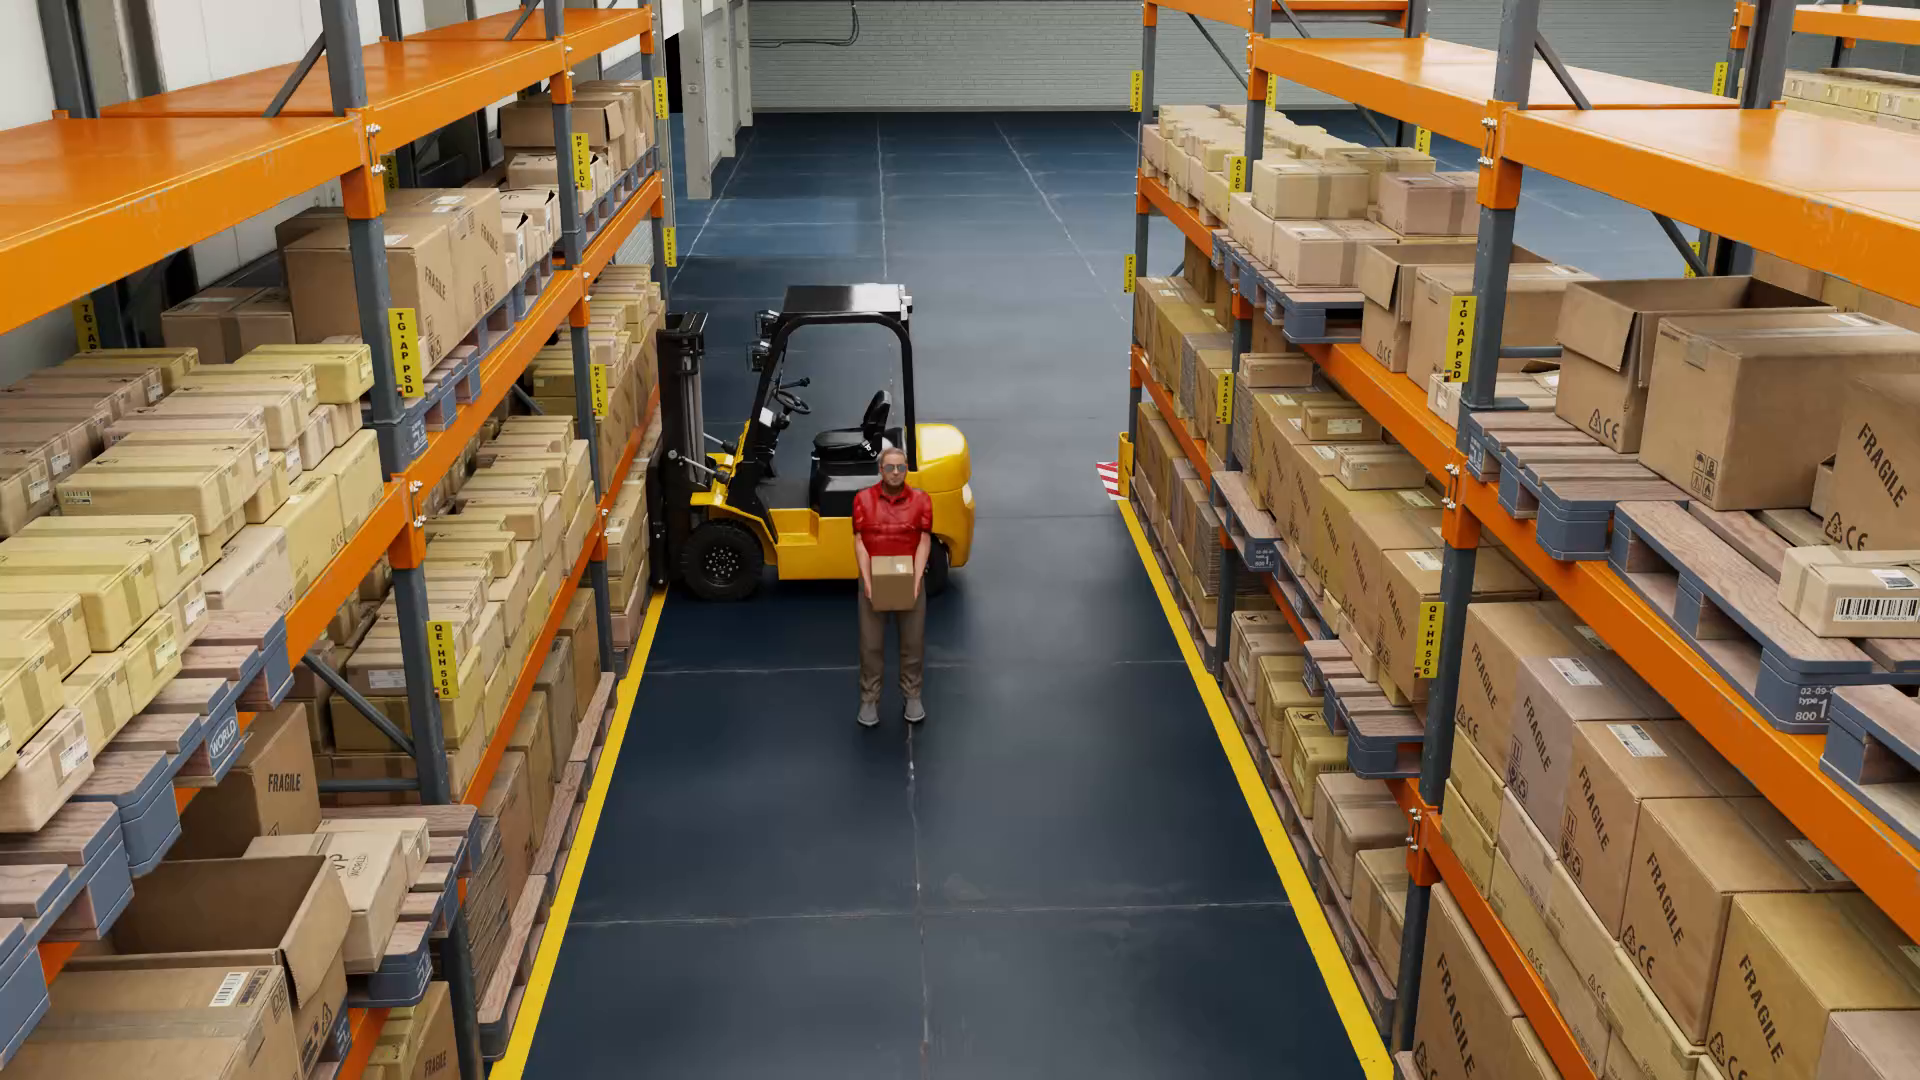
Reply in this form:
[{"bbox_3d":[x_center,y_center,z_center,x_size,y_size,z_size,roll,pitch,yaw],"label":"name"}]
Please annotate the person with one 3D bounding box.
[{"bbox_3d":[-0.407,0.307,10.269,0.503,1.725,0.525,-1,20,-3],"label":"person"}]
